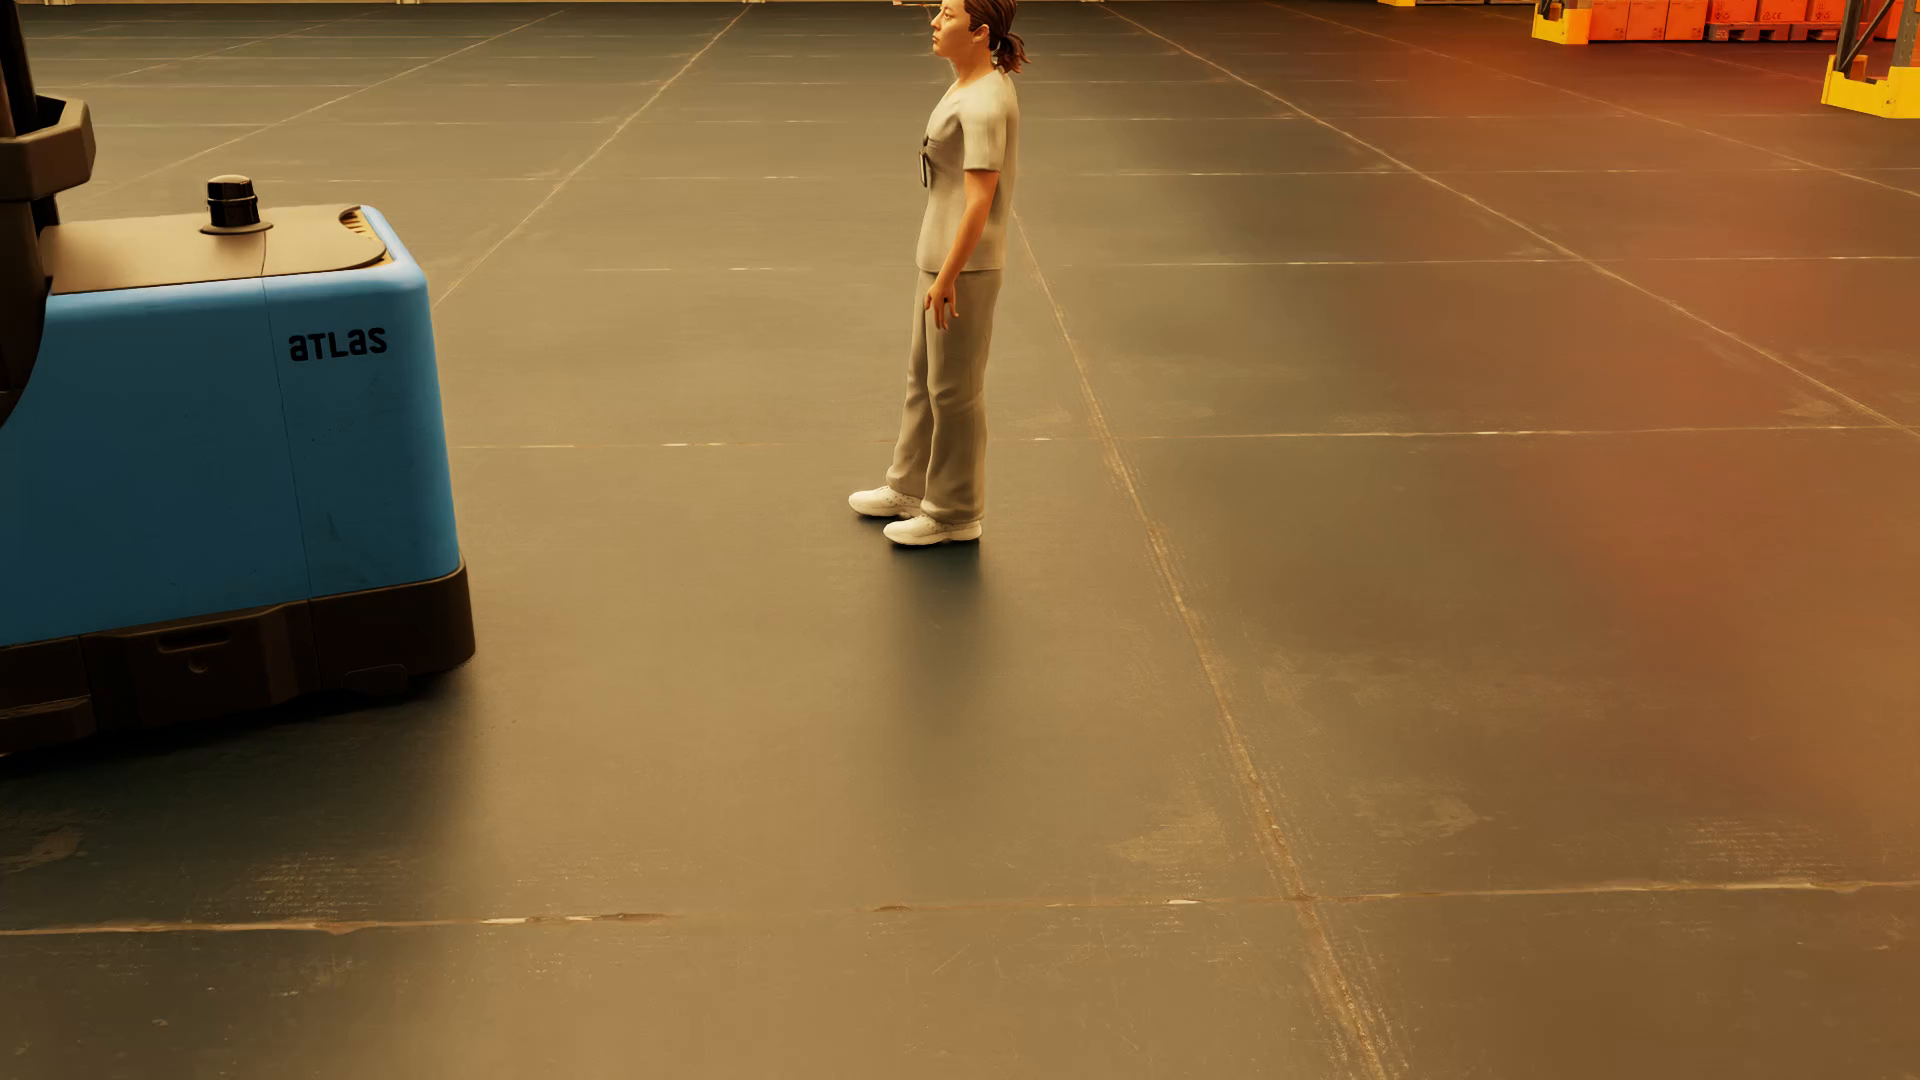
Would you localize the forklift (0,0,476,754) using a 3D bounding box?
[{"bbox_3d":[-2.798,-0.932,3.536,3.031,2.935,1.130,-9,23,-23],"label":"forklift"}]

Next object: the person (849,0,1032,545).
[{"bbox_3d":[-0.074,-0.791,4.873,0.549,1.675,0.549,-1,21,-3],"label":"person"}]
